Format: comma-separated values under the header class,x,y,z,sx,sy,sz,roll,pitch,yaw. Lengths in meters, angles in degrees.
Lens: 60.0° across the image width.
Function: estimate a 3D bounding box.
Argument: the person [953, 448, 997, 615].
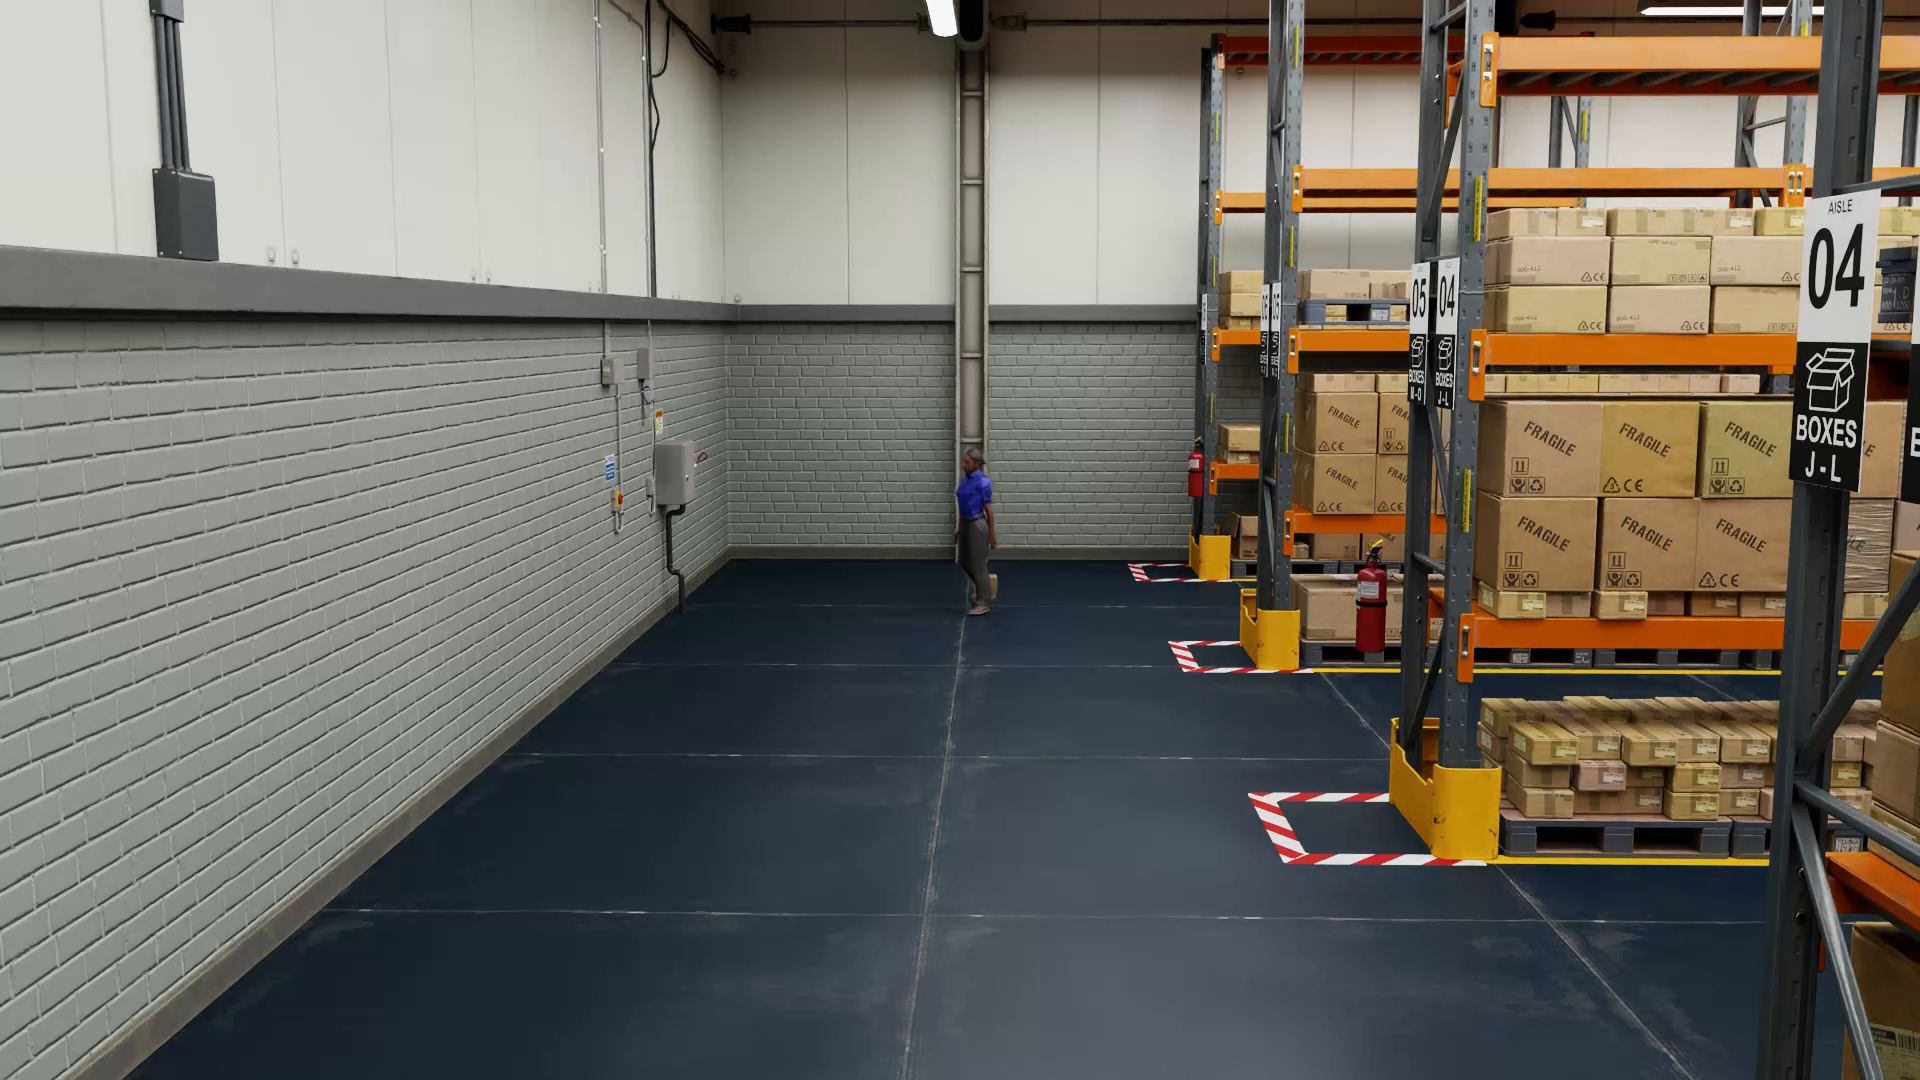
class,x,y,z,sx,sy,sz,roll,pitch,yaw
person,0.166,-0.105,16.590,0.496,1.649,0.655,-3,8,-25
